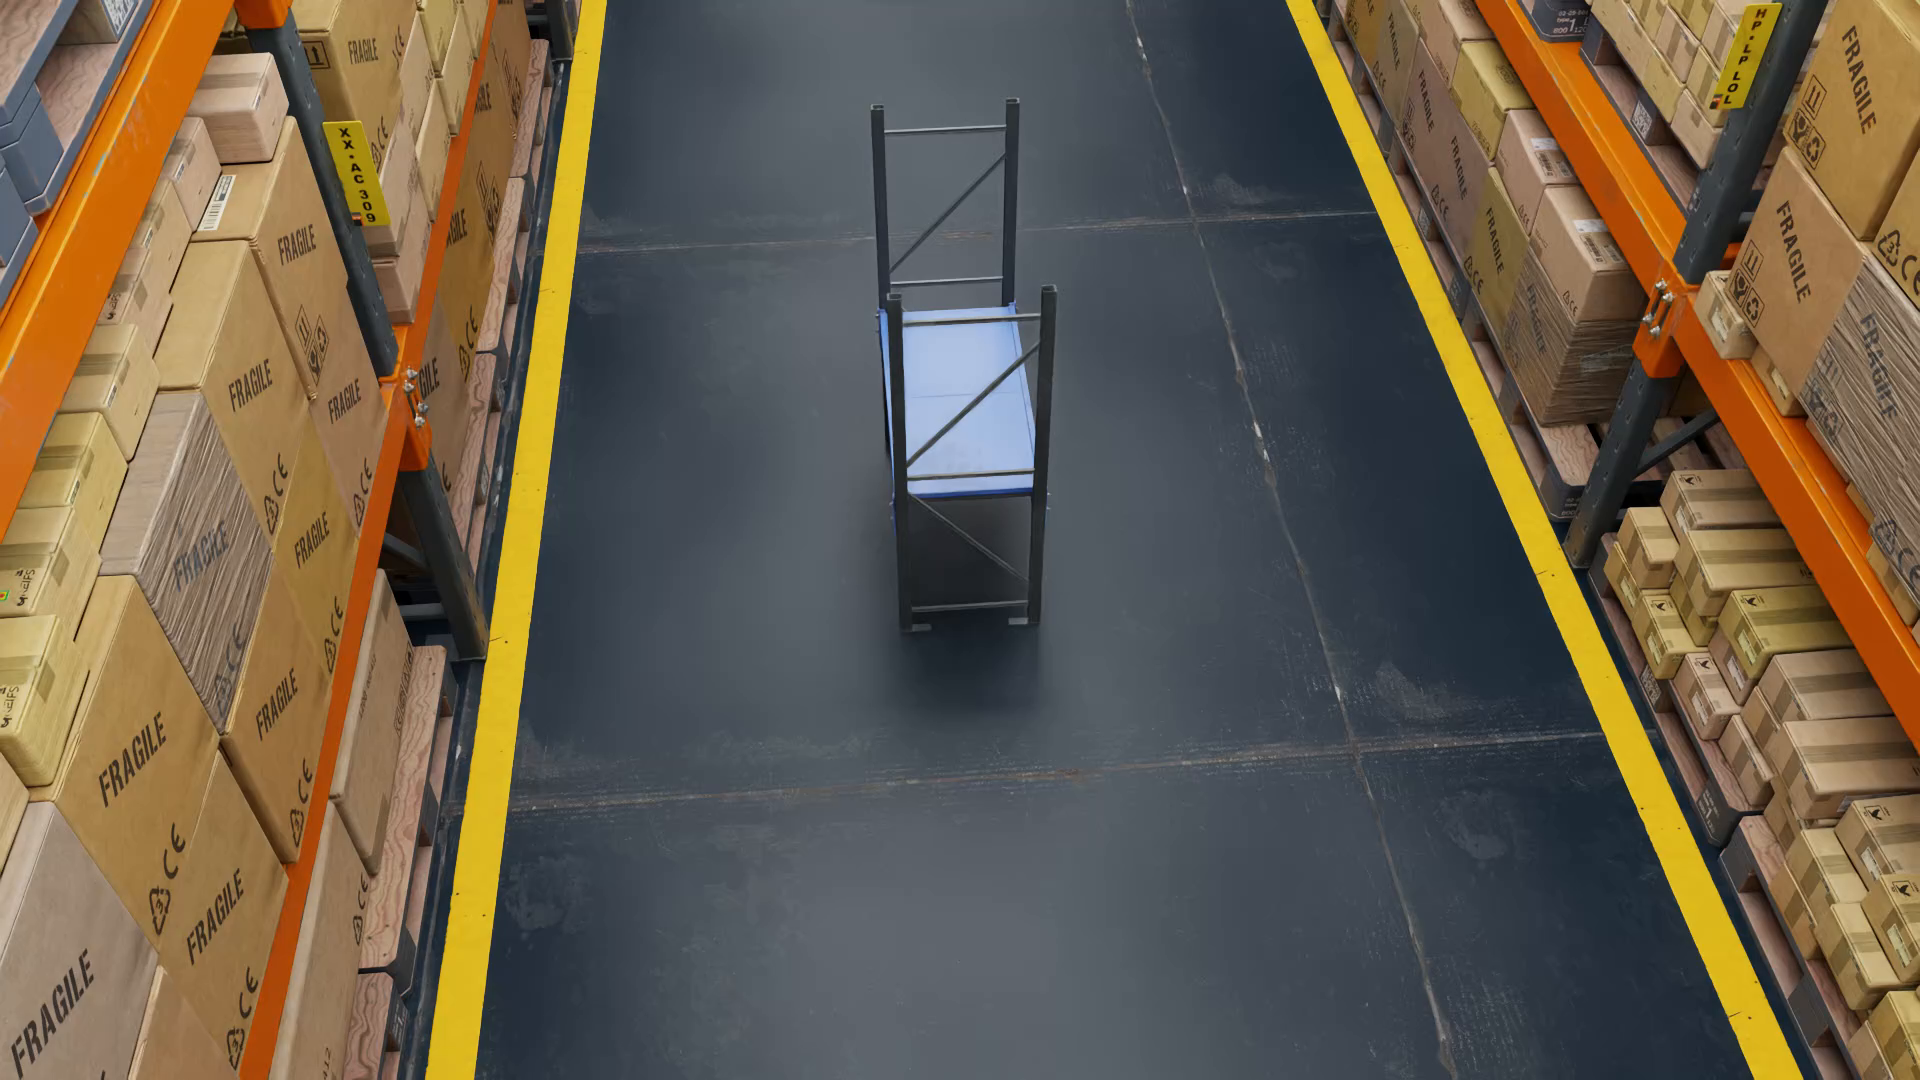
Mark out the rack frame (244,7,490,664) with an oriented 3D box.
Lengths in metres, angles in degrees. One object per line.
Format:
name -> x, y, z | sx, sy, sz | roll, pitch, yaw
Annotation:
rack frame -> -2.168, -0.620, 4.771 | 1.000, 3.000, 0.127 | -3, 47, -3

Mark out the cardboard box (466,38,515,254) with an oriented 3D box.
cardboard box -> -2.457, -1.777, 7.041 | 0.875, 0.875, 0.875 | -3, 47, -3

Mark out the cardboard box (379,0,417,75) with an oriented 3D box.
cardboard box -> -1.989, -1.700, 5.037 | 0.500, 0.500, 0.500 | -4, 47, -4

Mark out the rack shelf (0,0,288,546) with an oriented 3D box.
rack shelf -> -2.001, 0.043, 2.573 | 1.077, 0.370, 4.000 | -3, 47, -3

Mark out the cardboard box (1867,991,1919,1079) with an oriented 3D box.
cardboard box -> 2.658, 1.333, 4.391 | 0.380, 0.149, 0.250 | -1, 47, -1

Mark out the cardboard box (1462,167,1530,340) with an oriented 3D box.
cardboard box -> 2.401, -1.170, 6.724 | 0.500, 0.500, 0.500 | -4, 47, -4

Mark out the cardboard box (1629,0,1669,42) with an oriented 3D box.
cardboard box -> 2.485, -1.800, 5.568 | 0.380, 0.149, 0.250 | -2, 47, -2

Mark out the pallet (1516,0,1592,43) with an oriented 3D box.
pallet -> 2.628, -2.392, 6.581 | 1.003, 0.211, 1.213 | -3, 47, -3

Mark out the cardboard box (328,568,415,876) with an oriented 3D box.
cardboard box -> -2.222, 0.578, 5.112 | 0.875, 0.438, 0.875 | -4, 47, -4

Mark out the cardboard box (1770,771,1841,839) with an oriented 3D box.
cardboard box -> 2.654, 0.769, 4.925 | 0.380, 0.149, 0.250 | -2, 47, -1

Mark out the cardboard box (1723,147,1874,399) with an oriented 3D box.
cardboard box -> 2.547, -0.757, 4.627 | 0.500, 0.500, 0.500 | -4, 47, -4

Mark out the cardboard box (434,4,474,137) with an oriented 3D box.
cardboard box -> -2.014, -1.648, 5.849 | 0.500, 0.250, 0.500 | -4, 47, -4

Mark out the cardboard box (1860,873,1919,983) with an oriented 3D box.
cardboard box -> 2.684, 1.032, 4.471 | 0.380, 0.149, 0.250 | -3, 47, -3

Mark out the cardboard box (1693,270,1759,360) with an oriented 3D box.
cardboard box -> 2.454, -0.682, 5.003 | 0.380, 0.149, 0.250 | -2, 47, -2

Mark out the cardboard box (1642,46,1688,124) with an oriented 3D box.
cardboard box -> 2.503, -1.515, 5.503 | 0.380, 0.149, 0.250 | -3, 47, -3

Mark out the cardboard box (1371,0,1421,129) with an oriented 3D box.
cardboard box -> 2.272, -2.282, 7.777 | 0.500, 0.500, 0.500 | -3, 47, -3

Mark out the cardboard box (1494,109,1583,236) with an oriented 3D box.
cardboard box -> 2.412, -1.432, 6.457 | 0.500, 0.250, 0.500 | -1, 47, -1

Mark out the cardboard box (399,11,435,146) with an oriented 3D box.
cardboard box -> -1.995, -1.451, 5.317 | 0.500, 0.250, 0.500 | -3, 47, -3

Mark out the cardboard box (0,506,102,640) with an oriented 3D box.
cardboard box -> -1.746, 0.088, 2.896 | 0.380, 0.149, 0.250 | -3, 47, -3

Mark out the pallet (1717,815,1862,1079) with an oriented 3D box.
pallet -> 2.953, 1.334, 4.841 | 1.003, 0.211, 1.213 | -3, 47, -3

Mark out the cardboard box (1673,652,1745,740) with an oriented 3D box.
cardboard box -> 2.561, 0.495, 5.390 | 0.380, 0.149, 0.250 | -4, 47, -3

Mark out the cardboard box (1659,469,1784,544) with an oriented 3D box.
cardboard box -> 2.579, -0.100, 5.544 | 0.380, 0.149, 0.250 | -2, 47, -2

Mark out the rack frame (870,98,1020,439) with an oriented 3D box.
rack frame -> -0.050, -0.945, 6.112 | 0.500, 1.500, 0.032 | -3, 47, -3

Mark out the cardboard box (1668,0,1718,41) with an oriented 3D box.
cardboard box -> 2.505, -1.729, 5.296 | 0.380, 0.149, 0.250 | -5, 47, -4

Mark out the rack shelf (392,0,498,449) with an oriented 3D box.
rack shelf -> -2.335, -1.819, 6.402 | 1.077, 0.370, 4.000 | -3, 47, -3

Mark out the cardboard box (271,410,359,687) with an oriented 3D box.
cardboard box -> -1.826, 0.038, 4.079 | 0.500, 0.500, 0.500 | -5, 47, -4

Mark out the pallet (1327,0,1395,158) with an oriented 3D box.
pallet -> 2.485, -2.363, 8.343 | 1.003, 0.211, 1.213 | -3, 47, -3

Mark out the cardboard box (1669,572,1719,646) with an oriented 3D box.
cardboard box -> 2.578, 0.199, 5.465 | 0.380, 0.149, 0.250 | -3, 47, -3

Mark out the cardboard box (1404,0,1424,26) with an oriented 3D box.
cardboard box -> 2.280, -2.550, 7.515 | 0.500, 0.250, 0.500 | -4, 47, -4

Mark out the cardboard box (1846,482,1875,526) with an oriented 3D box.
cardboard box -> 2.641, -0.113, 4.464 | 0.380, 0.149, 0.250 | -5, 47, -5

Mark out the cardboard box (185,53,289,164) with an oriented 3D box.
cardboard box -> -1.825, -1.017, 3.943 | 0.380, 0.149, 0.250 | -4, 47, -4

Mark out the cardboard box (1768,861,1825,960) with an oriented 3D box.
cardboard box -> 2.616, 1.062, 4.853 | 0.380, 0.149, 0.250 | -5, 47, -4

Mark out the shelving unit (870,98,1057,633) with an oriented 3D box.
shelving unit -> -0.007, -0.577, 5.764 | 0.538, 1.500, 1.048 | -3, 47, -3

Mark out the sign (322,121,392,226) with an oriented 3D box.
sign -> -1.615, -0.979, 4.461 | 0.100, 0.325, 0.005 | -3, 47, -3

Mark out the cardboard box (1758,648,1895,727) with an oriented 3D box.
cardboard box -> 2.657, 0.470, 5.004 | 0.380, 0.149, 0.250 | -5, 47, -4

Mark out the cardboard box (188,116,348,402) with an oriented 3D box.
cardboard box -> -1.853, -0.673, 4.064 | 0.500, 0.500, 0.500 | -4, 47, -4

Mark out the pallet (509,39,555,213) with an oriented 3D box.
pallet -> -2.512, -1.980, 7.980 | 1.003, 0.211, 1.213 | -3, 47, -3

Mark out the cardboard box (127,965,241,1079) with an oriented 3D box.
cardboard box -> -1.682, 1.142, 3.034 | 0.500, 0.500, 0.500 | -4, 47, -4

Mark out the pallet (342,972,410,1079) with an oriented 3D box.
pallet -> -2.077, 1.779, 4.420 | 1.003, 0.211, 1.213 | -3, 47, -3

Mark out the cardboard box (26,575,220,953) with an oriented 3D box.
cardboard box -> -1.733, 0.425, 3.024 | 0.500, 0.500, 0.500 | -3, 47, -3

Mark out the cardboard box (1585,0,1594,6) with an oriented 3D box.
cardboard box -> 2.435, -2.078, 6.035 | 0.380, 0.149, 0.250 | -5, 47, -5

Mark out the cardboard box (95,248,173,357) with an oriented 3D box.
cardboard box -> -1.861, -0.457, 3.412 | 0.380, 0.149, 0.250 | -4, 47, -4
